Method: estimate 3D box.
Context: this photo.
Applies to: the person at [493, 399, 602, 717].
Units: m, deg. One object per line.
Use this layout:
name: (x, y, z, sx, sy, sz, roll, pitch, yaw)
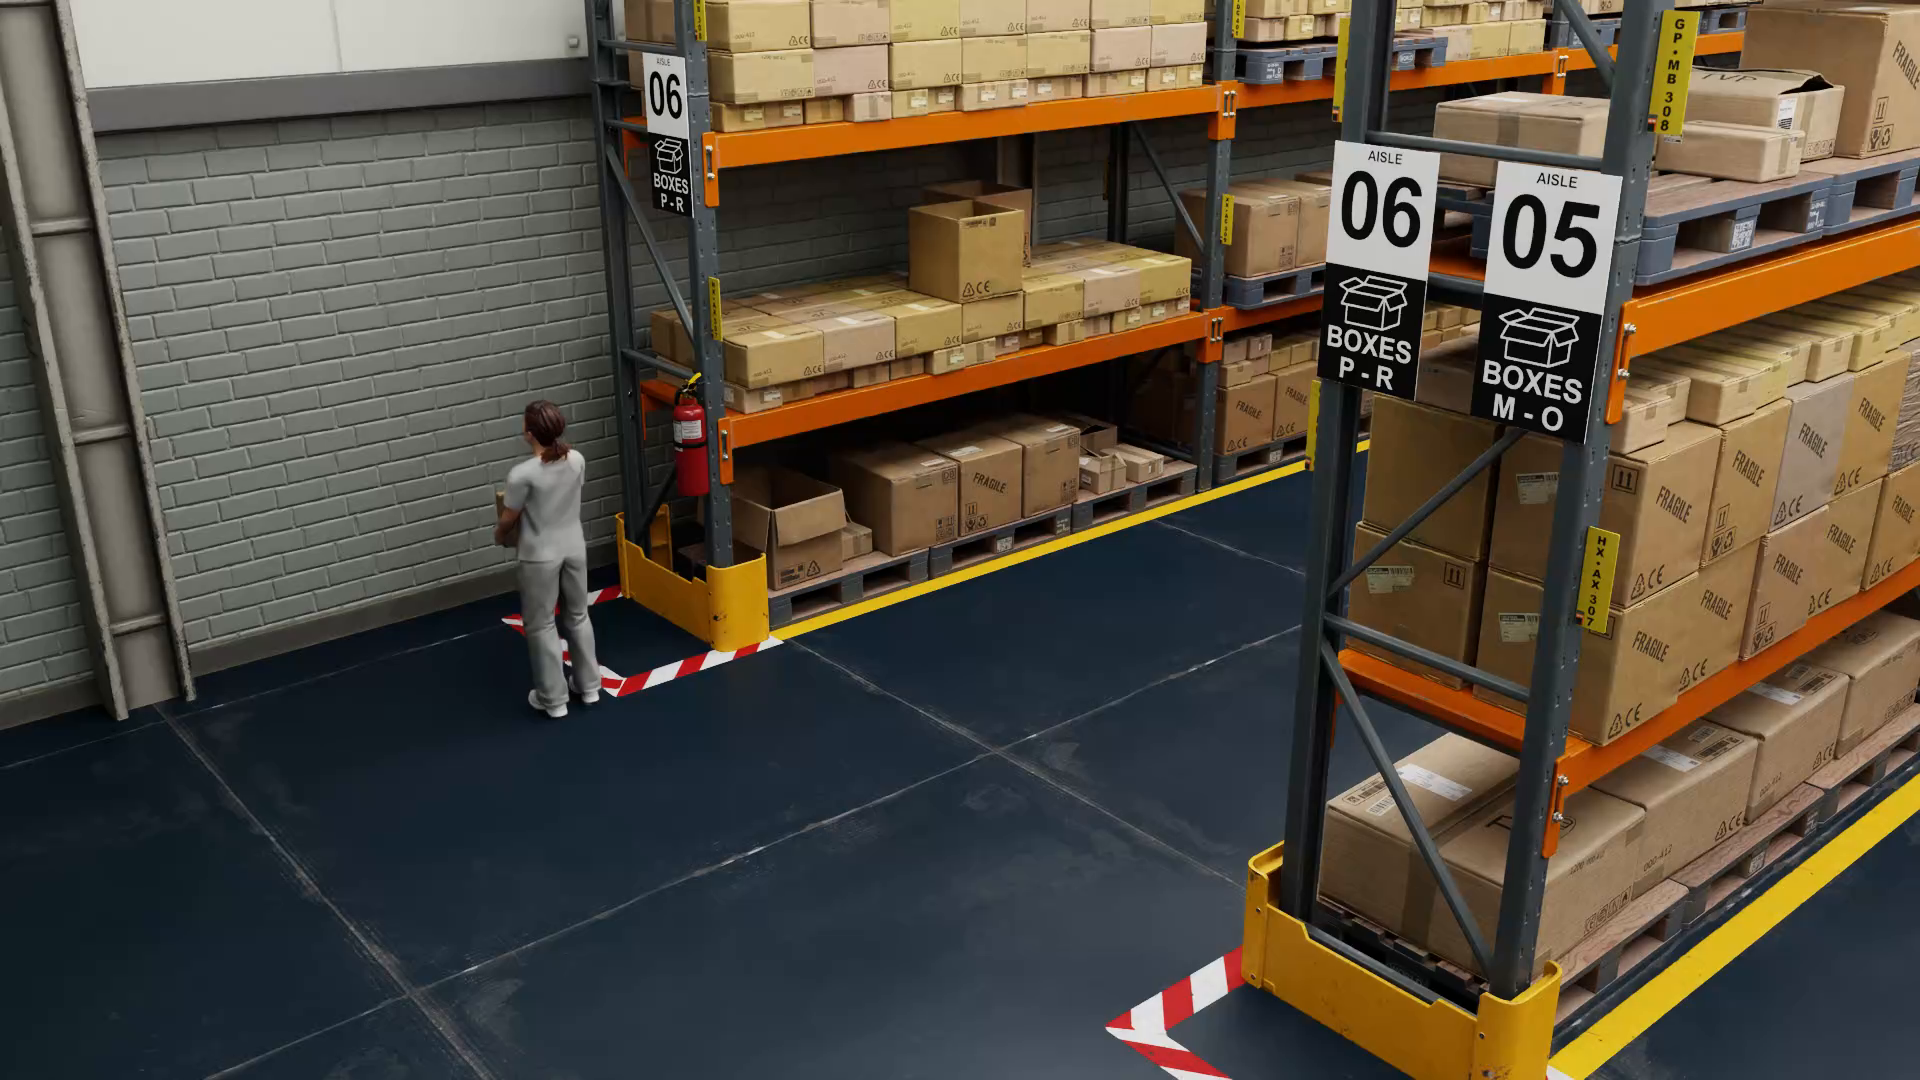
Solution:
person: (-2.095, 0.077, 8.384, 0.540, 1.674, 0.458, 20, 28, 41)
